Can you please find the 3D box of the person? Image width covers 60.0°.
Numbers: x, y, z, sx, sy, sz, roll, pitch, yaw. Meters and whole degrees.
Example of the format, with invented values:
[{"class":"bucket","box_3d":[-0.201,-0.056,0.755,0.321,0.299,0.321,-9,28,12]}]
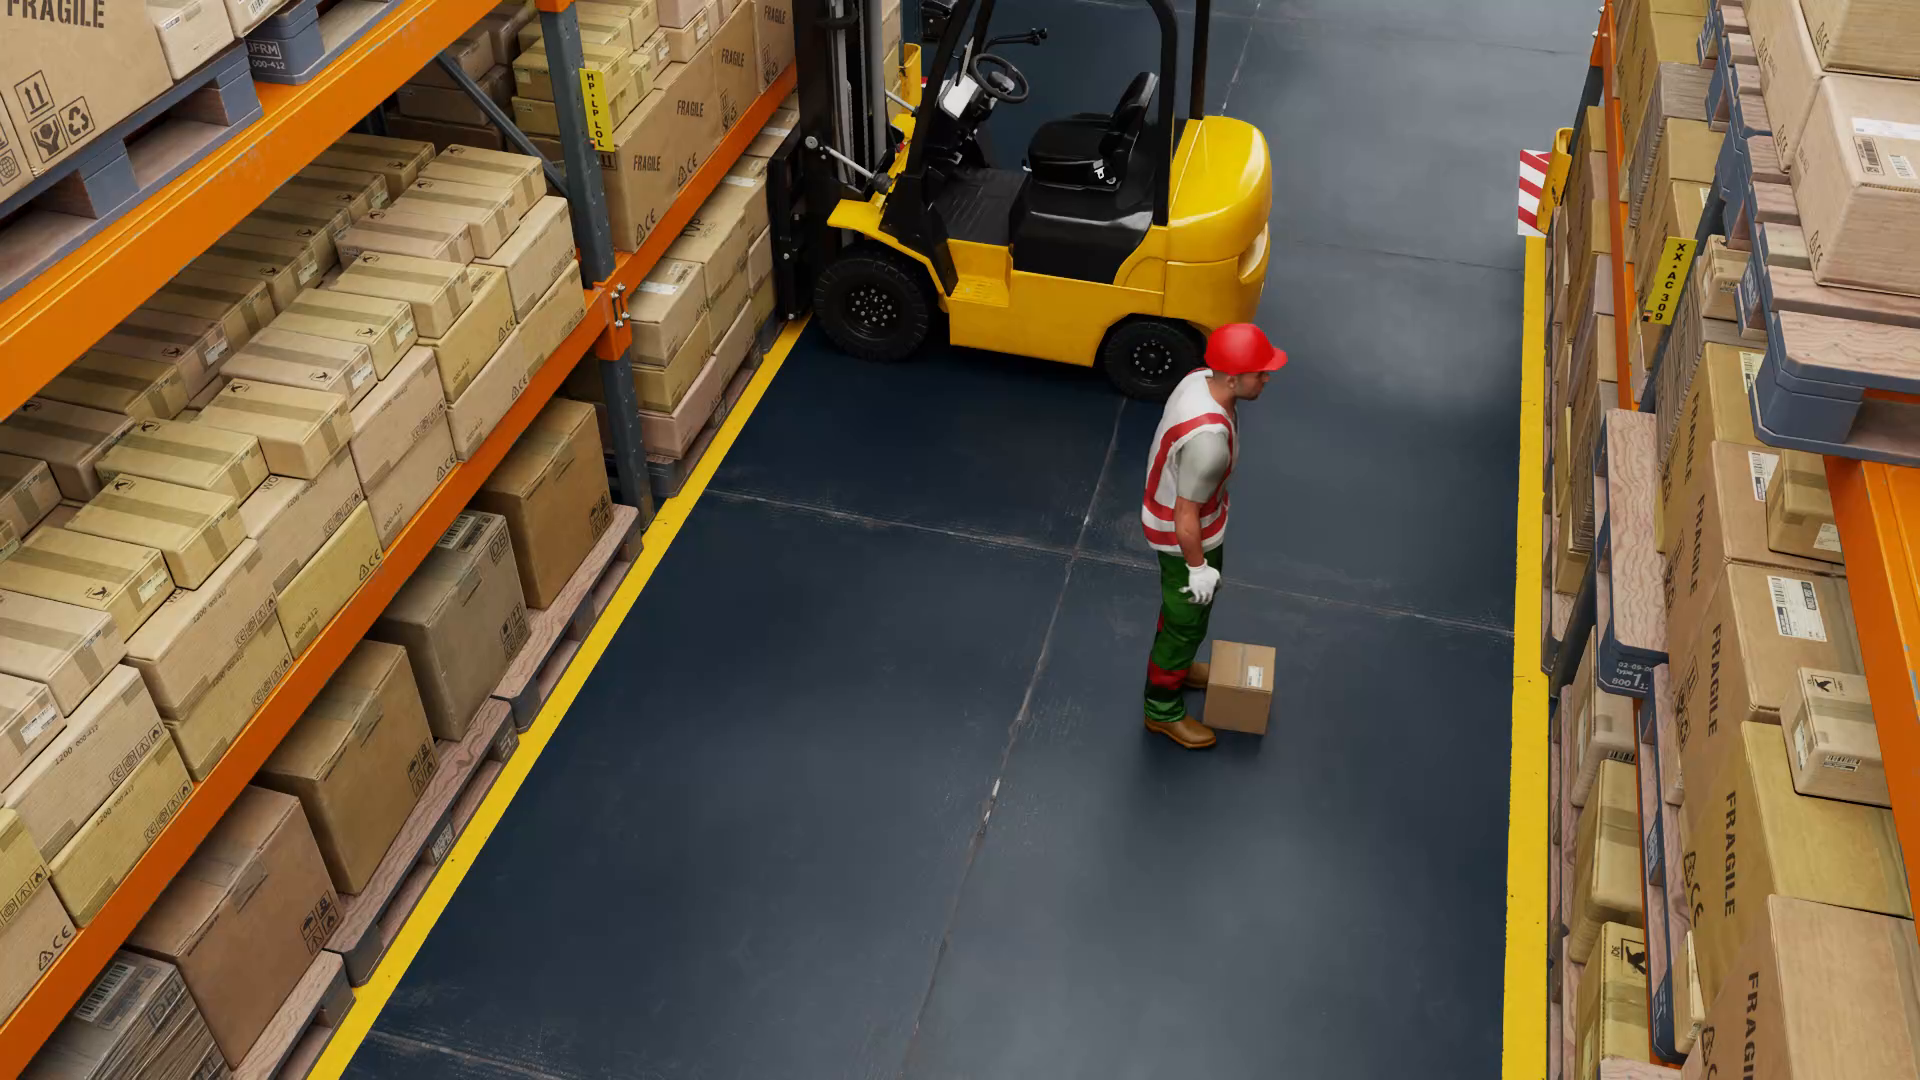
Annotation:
[{"class":"person","box_3d":[0.896,-0.042,6.194,0.445,1.781,0.621,8,41,9]}]
